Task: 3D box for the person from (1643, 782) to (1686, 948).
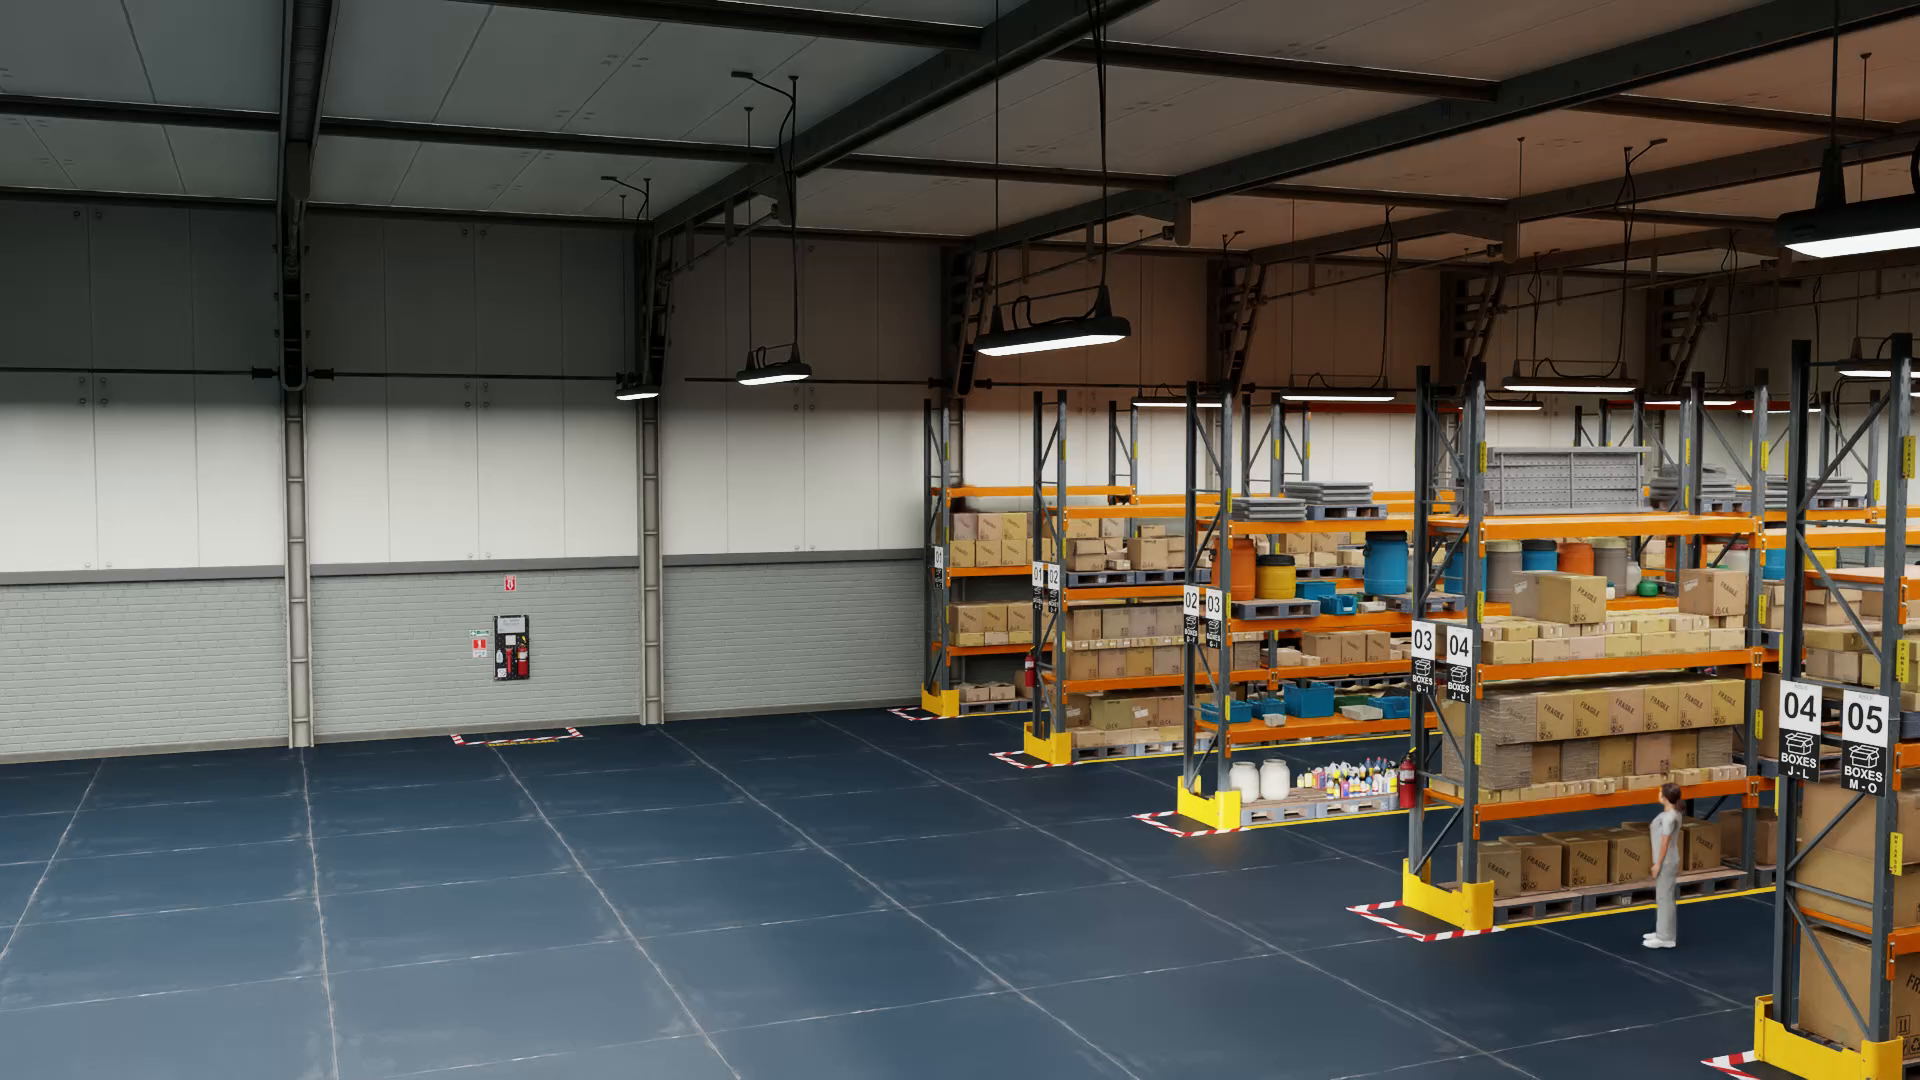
[{"bbox_3d":[7.230,3.323,17.064,0.382,1.688,0.453,1,4,18],"label":"person"}]
